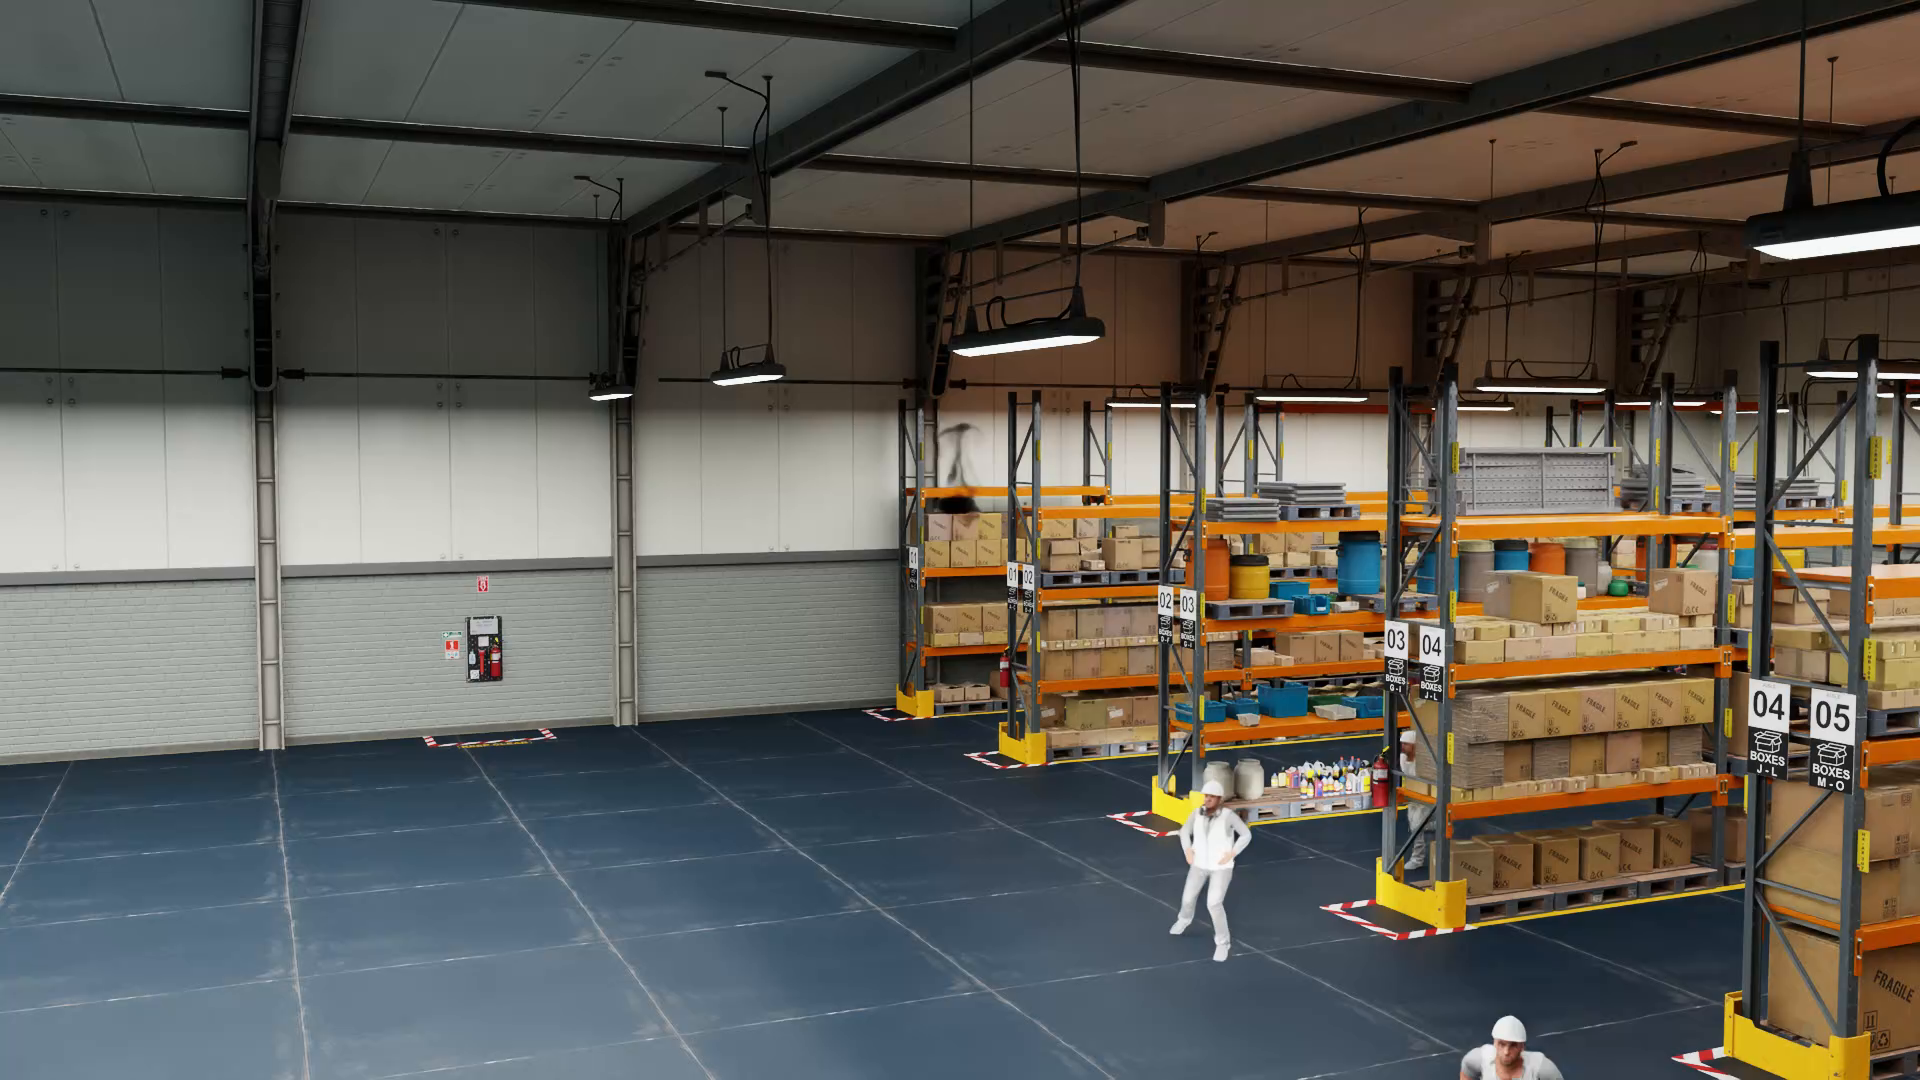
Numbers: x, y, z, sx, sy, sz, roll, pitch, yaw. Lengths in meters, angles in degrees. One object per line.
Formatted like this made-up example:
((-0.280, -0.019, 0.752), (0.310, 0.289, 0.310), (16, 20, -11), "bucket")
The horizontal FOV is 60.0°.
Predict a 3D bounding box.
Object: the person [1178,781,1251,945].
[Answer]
((2.546, 3.245, 16.938), (0.830, 1.631, 0.691), (2, 4, 27), "person")

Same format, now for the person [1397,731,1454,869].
((5.671, 3.147, 20.198), (0.876, 1.715, 0.681), (-2, 4, -28), "person")

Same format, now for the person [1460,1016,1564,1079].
((3.434, 3.722, 10.324), (0.655, 1.717, 0.847), (1, 4, 22), "person")
